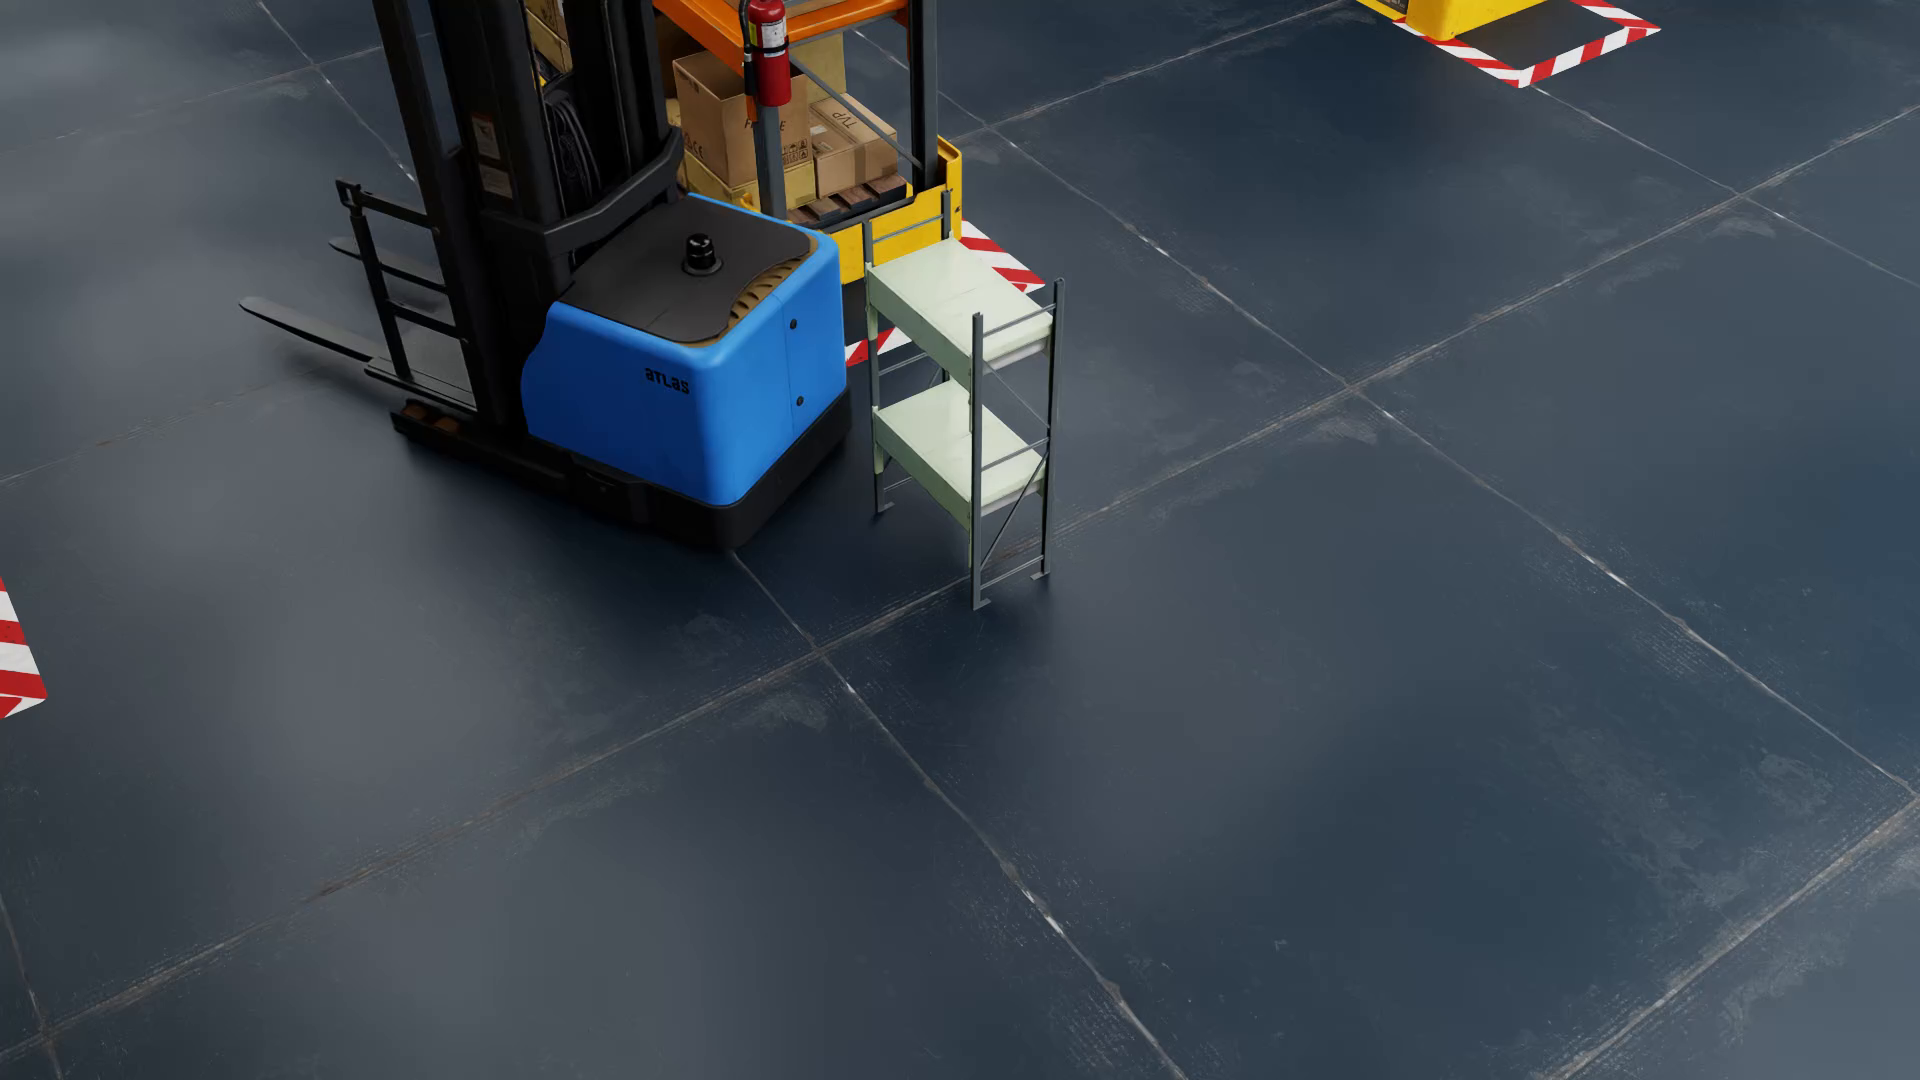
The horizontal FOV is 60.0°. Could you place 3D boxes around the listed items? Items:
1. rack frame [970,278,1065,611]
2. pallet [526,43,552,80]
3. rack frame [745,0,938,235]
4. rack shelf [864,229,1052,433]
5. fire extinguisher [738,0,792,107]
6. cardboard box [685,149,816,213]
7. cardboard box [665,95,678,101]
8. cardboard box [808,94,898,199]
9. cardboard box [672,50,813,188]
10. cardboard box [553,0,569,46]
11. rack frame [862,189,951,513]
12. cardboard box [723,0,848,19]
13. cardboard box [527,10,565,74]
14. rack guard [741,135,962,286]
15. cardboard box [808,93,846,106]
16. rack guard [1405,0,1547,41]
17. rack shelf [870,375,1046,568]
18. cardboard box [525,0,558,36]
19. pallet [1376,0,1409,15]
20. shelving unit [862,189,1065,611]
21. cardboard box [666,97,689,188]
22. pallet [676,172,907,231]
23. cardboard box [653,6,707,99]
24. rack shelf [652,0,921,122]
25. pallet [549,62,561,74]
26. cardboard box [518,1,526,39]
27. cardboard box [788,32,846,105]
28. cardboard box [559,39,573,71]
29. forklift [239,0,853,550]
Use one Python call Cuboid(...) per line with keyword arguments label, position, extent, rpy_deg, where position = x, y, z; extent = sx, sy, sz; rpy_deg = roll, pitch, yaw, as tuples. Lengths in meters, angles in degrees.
Cuboid(label="rack frame", position=(0.213, -0.331, 6.502), extent=(0.400, 1.500, 0.023), rpy_deg=(-26, 49, -24))
Cuboid(label="pallet", position=(-2.425, -3.375, 10.623), extent=(1.003, 0.211, 1.213), rpy_deg=(-26, 49, -24))
Cuboid(label="rack frame", position=(-0.557, -2.585, 7.777), extent=(1.000, 3.000, 0.127), rpy_deg=(-26, 49, -24))
Cuboid(label="rack shelf", position=(0.004, -0.821, 6.450), extent=(0.431, 0.370, 0.720), rpy_deg=(-26, 49, -24))
Cuboid(label="fire extinguisher", position=(-0.871, -2.307, 7.541), extent=(0.296, 0.674, 0.183), rpy_deg=(-26, 49, -24))
Cuboid(label="cardboard box", position=(-1.106, -1.929, 8.777), extent=(0.500, 0.250, 0.500), rpy_deg=(-26, 49, -24))
Cuboid(label="cardboard box", position=(-1.690, -2.490, 9.364), extent=(0.500, 0.250, 0.500), rpy_deg=(-26, 49, -24))
Cuboid(label="cardboard box", position=(-0.682, -2.134, 8.991), extent=(0.500, 0.250, 0.500), rpy_deg=(-26, 49, -24))
Cuboid(label="cardboard box", position=(-1.108, -2.200, 8.517), extent=(0.500, 0.500, 0.500), rpy_deg=(-26, 49, -24))
Cuboid(label="cardboard box", position=(-1.977, -3.044, 9.401), extent=(0.500, 0.500, 0.500), rpy_deg=(-26, 49, -24))
Cuboid(label="rack frame", position=(-0.206, -0.746, 6.936), extent=(0.400, 1.500, 0.023), rpy_deg=(-26, 49, -24))
Cuboid(label="cardboard box", position=(-0.814, -2.891, 8.024), extent=(0.700, 0.500, 0.500), rpy_deg=(-26, 49, -24))
Cuboid(label="cardboard box", position=(-2.265, -3.055, 9.956), extent=(0.500, 0.250, 0.500), rpy_deg=(-26, 49, -24))
Cuboid(label="rack guard", position=(-0.543, -1.667, 8.625), extent=(1.175, 0.500, 0.348), rpy_deg=(-26, 49, -24))
Cuboid(label="cardboard box", position=(-0.971, -2.416, 9.286), extent=(0.500, 0.250, 0.500), rpy_deg=(-26, 49, -24))
Cuboid(label="rack guard", position=(3.426, -3.660, 10.713), extent=(1.175, 0.500, 0.348), rpy_deg=(-26, 49, -24))
Cuboid(label="rack shelf", position=(0.004, -0.303, 6.944), extent=(0.431, 0.370, 0.720), rpy_deg=(-26, 49, -24))
Cuboid(label="cardboard box", position=(-2.265, -3.326, 9.697), extent=(0.500, 0.500, 0.500), rpy_deg=(-26, 49, -24))
Cuboid(label="pallet", position=(2.965, -4.018, 11.297), extent=(1.003, 0.211, 1.213), rpy_deg=(-26, 49, -24))
Cuboid(label="shelving unit", position=(0.004, -0.539, 6.719), extent=(0.431, 1.500, 0.755), rpy_deg=(-26, 49, -24))
Cuboid(label="cardboard box", position=(-1.402, -2.208, 9.069), extent=(0.500, 0.250, 0.500), rpy_deg=(-26, 49, -24))
Cuboid(label="pallet", position=(-1.029, -1.993, 9.176), extent=(1.003, 0.211, 1.213), rpy_deg=(-26, 49, -24))
Cuboid(label="cardboard box", position=(-1.692, -2.760, 9.104), extent=(0.500, 0.500, 0.500), rpy_deg=(-26, 49, -24))
Cuboid(label="rack shelf", position=(-1.701, -3.458, 9.211), extent=(1.077, 0.370, 4.000), rpy_deg=(-26, 49, -24))
Cuboid(label="pallet", position=(-1.723, -2.683, 9.899), extent=(1.003, 0.211, 1.213), rpy_deg=(-26, 49, -24))
Cuboid(label="cardboard box", position=(-2.547, -3.340, 10.255), extent=(0.500, 0.250, 0.500), rpy_deg=(-26, 49, -24))
Cuboid(label="cardboard box", position=(-0.969, -2.688, 9.028), extent=(0.500, 0.500, 0.500), rpy_deg=(-26, 49, -24))
Cuboid(label="cardboard box", position=(-1.974, -2.774, 9.662), extent=(0.500, 0.250, 0.500), rpy_deg=(-26, 49, -24))
Cuboid(label="forklift", position=(-2.040, -1.758, 6.960), extent=(3.031, 2.935, 1.130), rpy_deg=(21, 47, 20))
